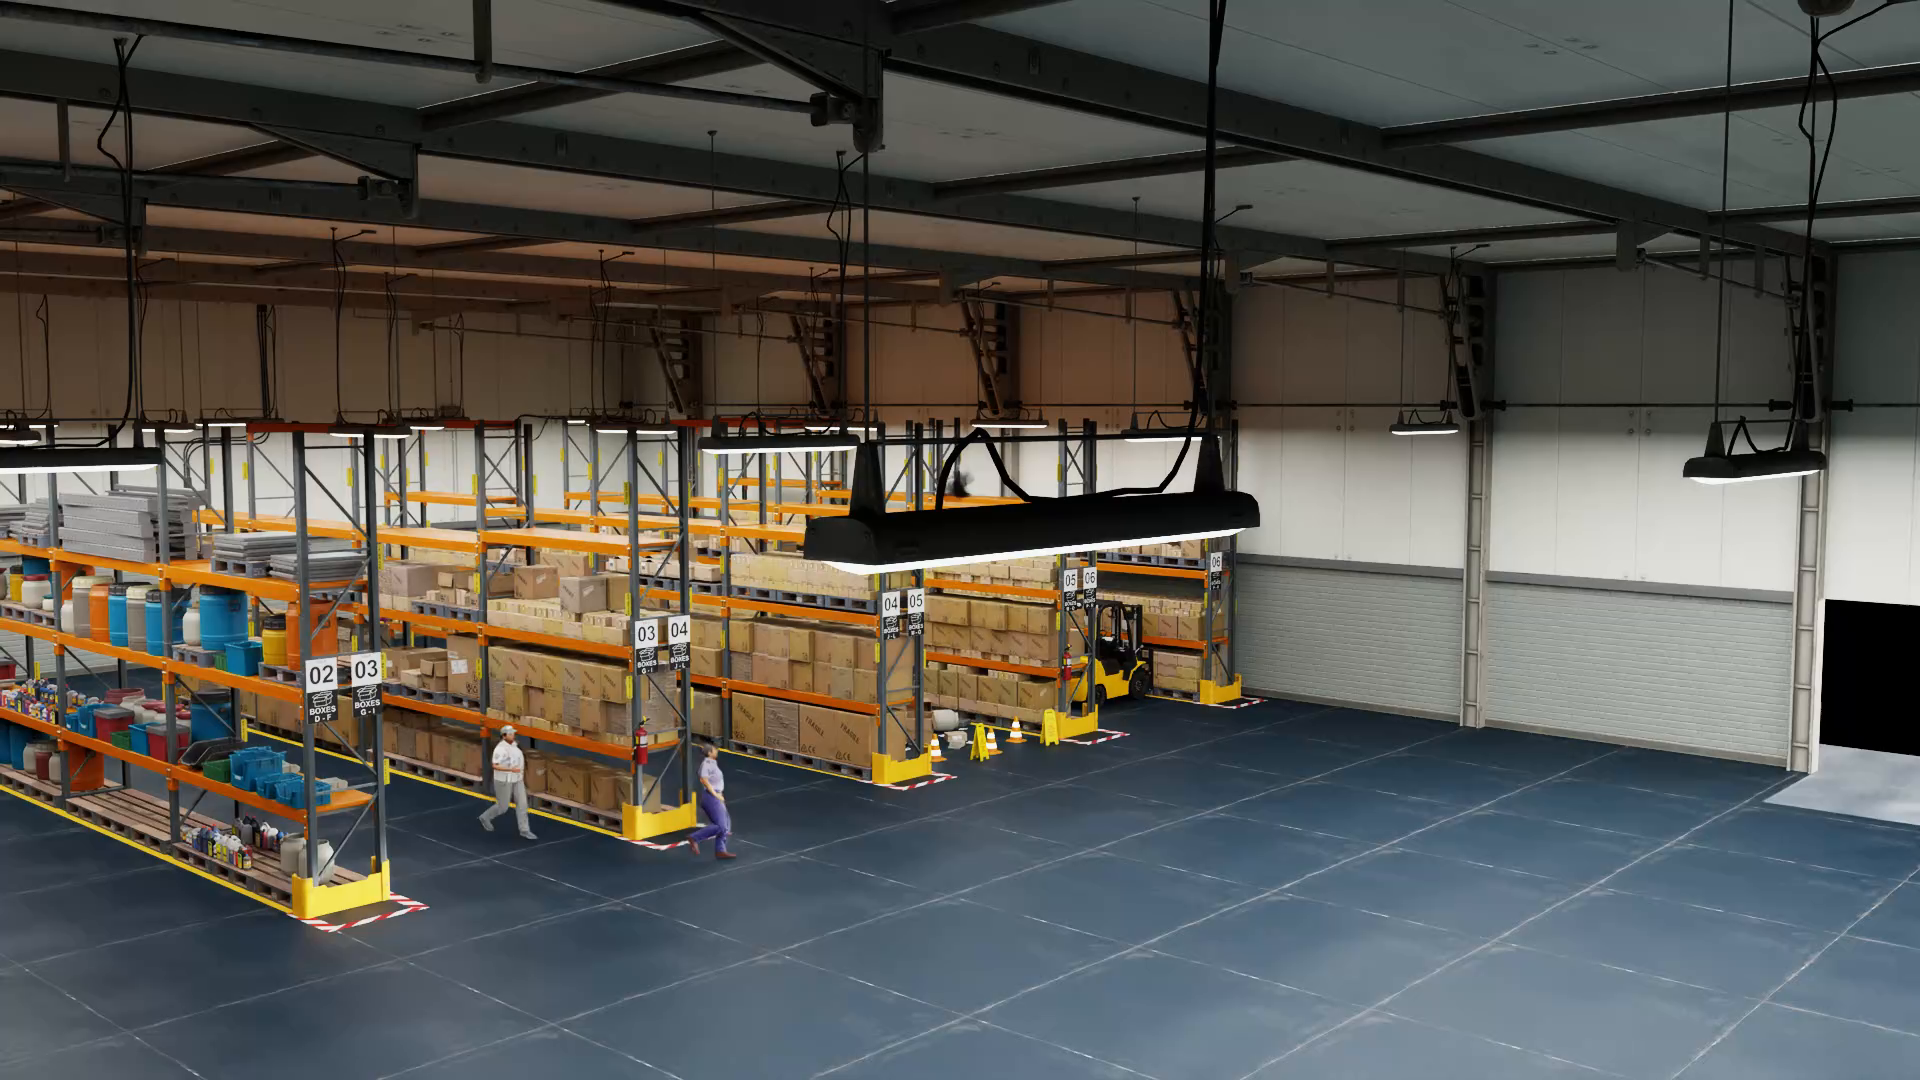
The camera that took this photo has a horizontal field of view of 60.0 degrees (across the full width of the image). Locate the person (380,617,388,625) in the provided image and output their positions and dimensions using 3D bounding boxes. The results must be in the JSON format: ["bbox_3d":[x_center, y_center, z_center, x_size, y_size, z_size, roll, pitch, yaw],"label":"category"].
[{"bbox_3d":[-13.764,2.250,39.434,0.878,1.751,0.744,-5,7,-45],"label":"person"}]

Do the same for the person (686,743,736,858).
[{"bbox_3d":[-3.505,3.649,23.279,0.683,1.580,0.655,-1,5,-13],"label":"person"}]

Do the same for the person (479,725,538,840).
[{"bbox_3d":[-6.595,3.518,24.219,0.931,1.668,0.611,2,5,24],"label":"person"}]
